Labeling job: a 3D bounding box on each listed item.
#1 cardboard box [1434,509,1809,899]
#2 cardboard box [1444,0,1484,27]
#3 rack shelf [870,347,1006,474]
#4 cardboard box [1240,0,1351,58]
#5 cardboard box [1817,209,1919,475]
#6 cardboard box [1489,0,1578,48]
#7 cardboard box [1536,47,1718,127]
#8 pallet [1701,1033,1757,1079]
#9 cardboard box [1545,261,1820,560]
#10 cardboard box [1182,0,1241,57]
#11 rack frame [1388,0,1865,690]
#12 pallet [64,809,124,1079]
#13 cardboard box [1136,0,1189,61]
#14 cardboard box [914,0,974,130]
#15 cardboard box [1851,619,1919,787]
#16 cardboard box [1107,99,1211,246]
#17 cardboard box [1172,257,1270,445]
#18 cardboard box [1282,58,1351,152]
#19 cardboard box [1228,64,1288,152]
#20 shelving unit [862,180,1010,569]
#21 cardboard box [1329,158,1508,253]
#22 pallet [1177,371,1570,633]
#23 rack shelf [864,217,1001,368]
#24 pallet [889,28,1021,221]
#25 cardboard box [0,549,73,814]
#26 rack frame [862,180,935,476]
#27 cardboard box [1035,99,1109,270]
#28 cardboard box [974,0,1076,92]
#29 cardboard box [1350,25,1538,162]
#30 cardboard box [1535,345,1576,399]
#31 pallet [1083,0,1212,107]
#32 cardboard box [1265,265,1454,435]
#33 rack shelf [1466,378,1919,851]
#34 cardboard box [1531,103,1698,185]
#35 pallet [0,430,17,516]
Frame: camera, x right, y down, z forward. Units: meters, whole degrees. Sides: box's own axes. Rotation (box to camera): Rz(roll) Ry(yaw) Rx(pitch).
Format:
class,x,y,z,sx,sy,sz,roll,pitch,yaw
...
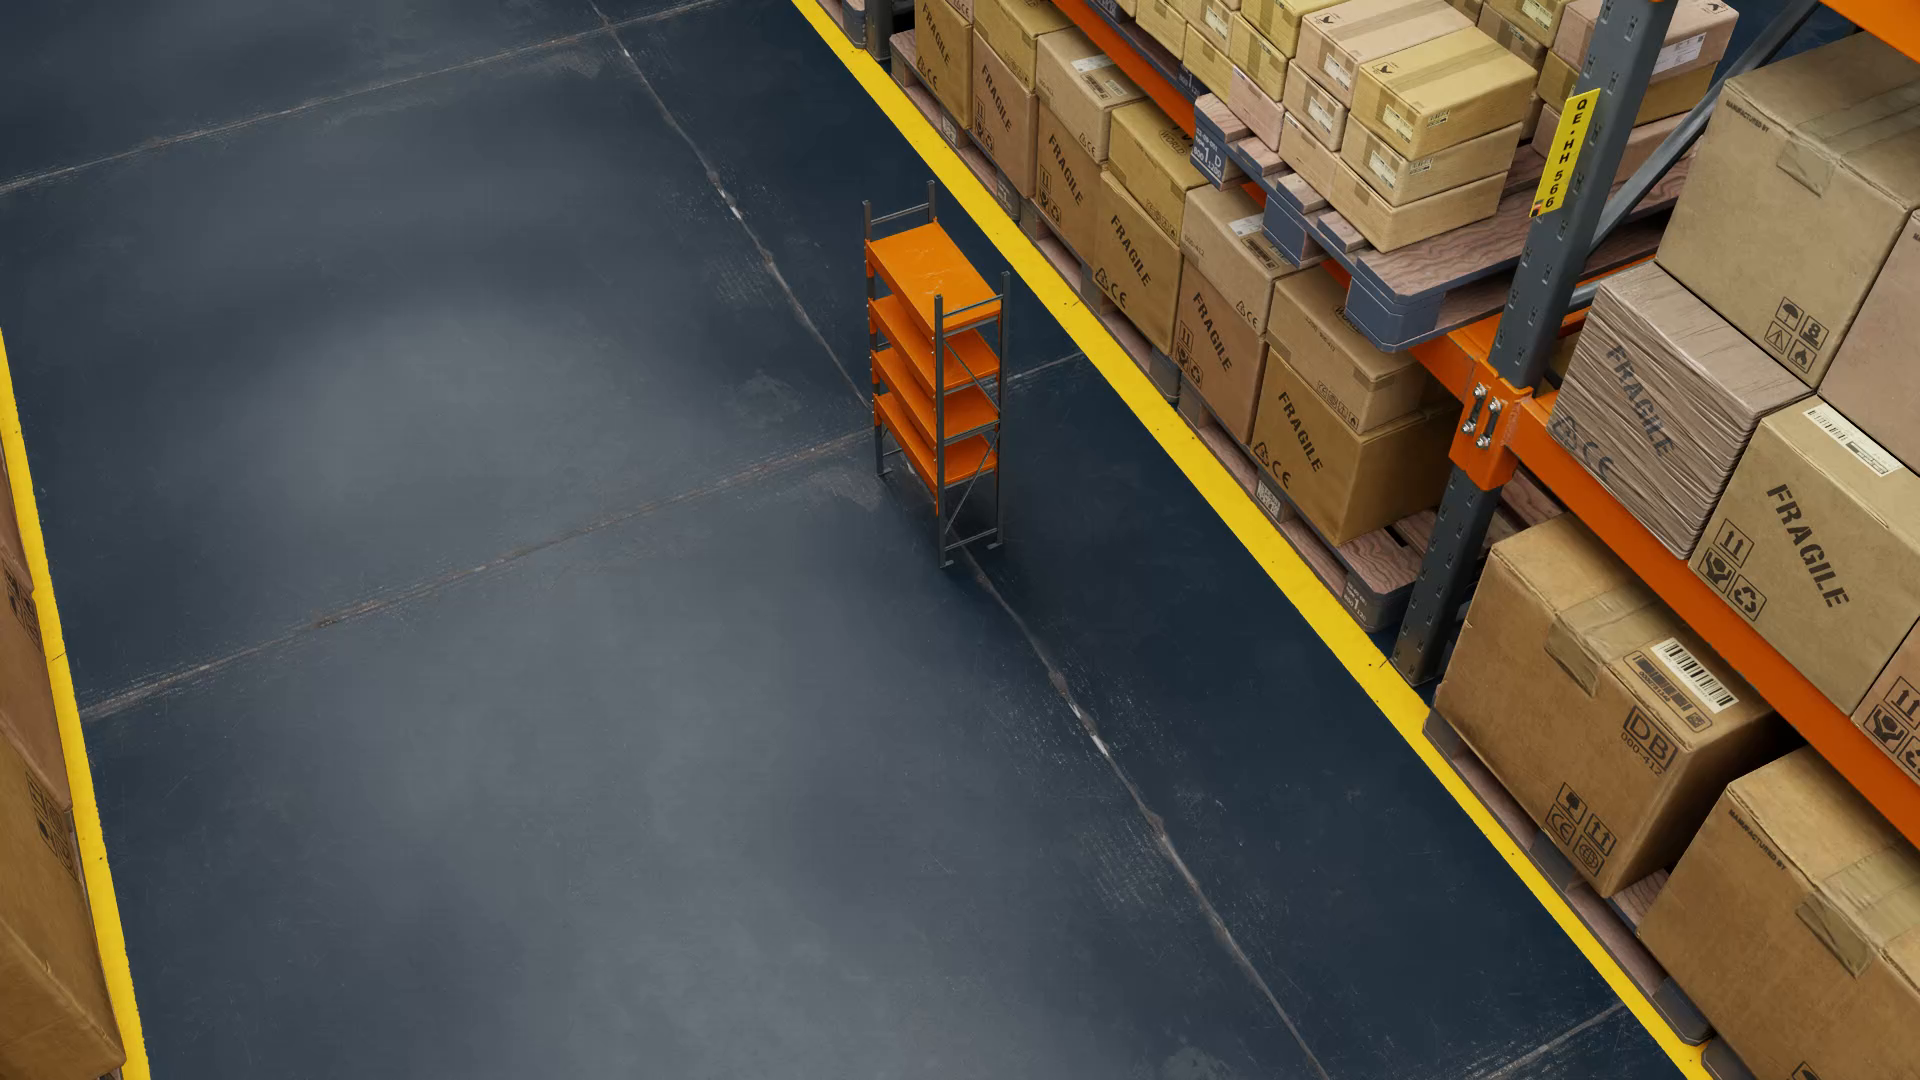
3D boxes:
class,x,y,z,sx,sy,sz,roll,pitch,yaw
cardboard box,2.064,0.319,4.694,1.050,0.750,0.750,-22,52,-18
cardboard box,1.572,-1.626,4.870,0.380,0.149,0.250,-23,53,-19
rack shelf,-0.076,-0.462,5.446,0.258,0.148,0.480,-21,52,-18
cardboard box,1.001,-1.487,4.551,0.380,0.149,0.250,-20,52,-16
cardboard box,2.295,-0.442,3.413,0.700,0.500,0.500,-22,52,-18
cardboard box,1.701,-1.528,4.586,0.380,0.149,0.250,-22,53,-18
cardboard box,1.823,-1.268,4.556,0.380,0.149,0.250,-19,52,-16
pallet,2.713,1.565,4.241,1.003,0.211,1.213,-21,52,-18
cardboard box,1.831,-0.361,4.007,0.500,0.500,0.500,-21,52,-17
cardboard box,0.874,-1.570,4.821,0.380,0.149,0.250,-21,52,-17
rack frame,1.865,-0.722,4.389,1.000,3.000,0.127,-21,52,-18
pallet,-2.885,1.283,4.487,1.003,0.211,1.213,-21,52,-18
cardboard box,0.766,-1.636,5.076,0.380,0.149,0.250,-23,53,-19
cardboard box,0.137,-2.128,7.000,0.500,0.500,0.500,-19,52,-16
cardboard box,2.296,0.316,3.415,0.500,0.500,0.500,-21,52,-18
cardboard box,0.860,-1.331,5.805,0.500,0.250,0.500,-20,52,-17
cardboard box,1.098,-0.736,5.783,0.500,0.500,0.500,-19,52,-16
cardboard box,1.111,-1.227,4.521,0.380,0.149,0.250,-19,52,-16
cardboard box,1.001,-1.288,4.772,0.380,0.149,0.250,-20,52,-17
shelving unit,-0.076,-0.506,5.395,0.258,1.200,0.503,-21,52,-18
cardboard box,1.231,-0.949,4.475,0.380,0.149,0.250,-20,52,-17
pallet,1.509,-0.327,5.896,1.003,0.211,1.213,-21,52,-18
rack shelf,-0.076,-0.764,5.099,0.258,0.148,0.480,-21,52,-18
pallet,0.393,-1.960,7.324,1.003,0.211,1.213,-21,52,-18
cardboard box,-3.289,0.412,4.529,1.225,0.875,0.875,-21,52,-17
rack frame,-0.187,-0.669,5.538,0.240,1.200,0.015,-21,52,-18
cardboard box,0.633,-1.429,6.389,0.500,0.500,0.500,-20,52,-17
cardboard box,0.384,-2.020,6.407,0.500,0.250,0.500,-20,52,-17
cardboard box,1.233,-1.143,4.250,0.380,0.149,0.250,-23,53,-19
cardboard box,1.768,-0.598,5.662,0.500,0.500,0.500,-23,53,-19
pallet,0.923,-1.969,5.607,1.003,0.211,1.213,-21,52,-18
cardboard box,1.319,-0.651,5.210,0.500,0.250,0.500,-22,52,-18
rack shelf,2.781,0.854,3.489,1.077,0.370,4.000,-21,52,-18
cardboard box,1.840,-1.146,4.648,0.380,0.149,0.250,-22,52,-18
pallet,-4.001,-0.350,5.916,1.003,0.211,1.213,-21,52,-18
